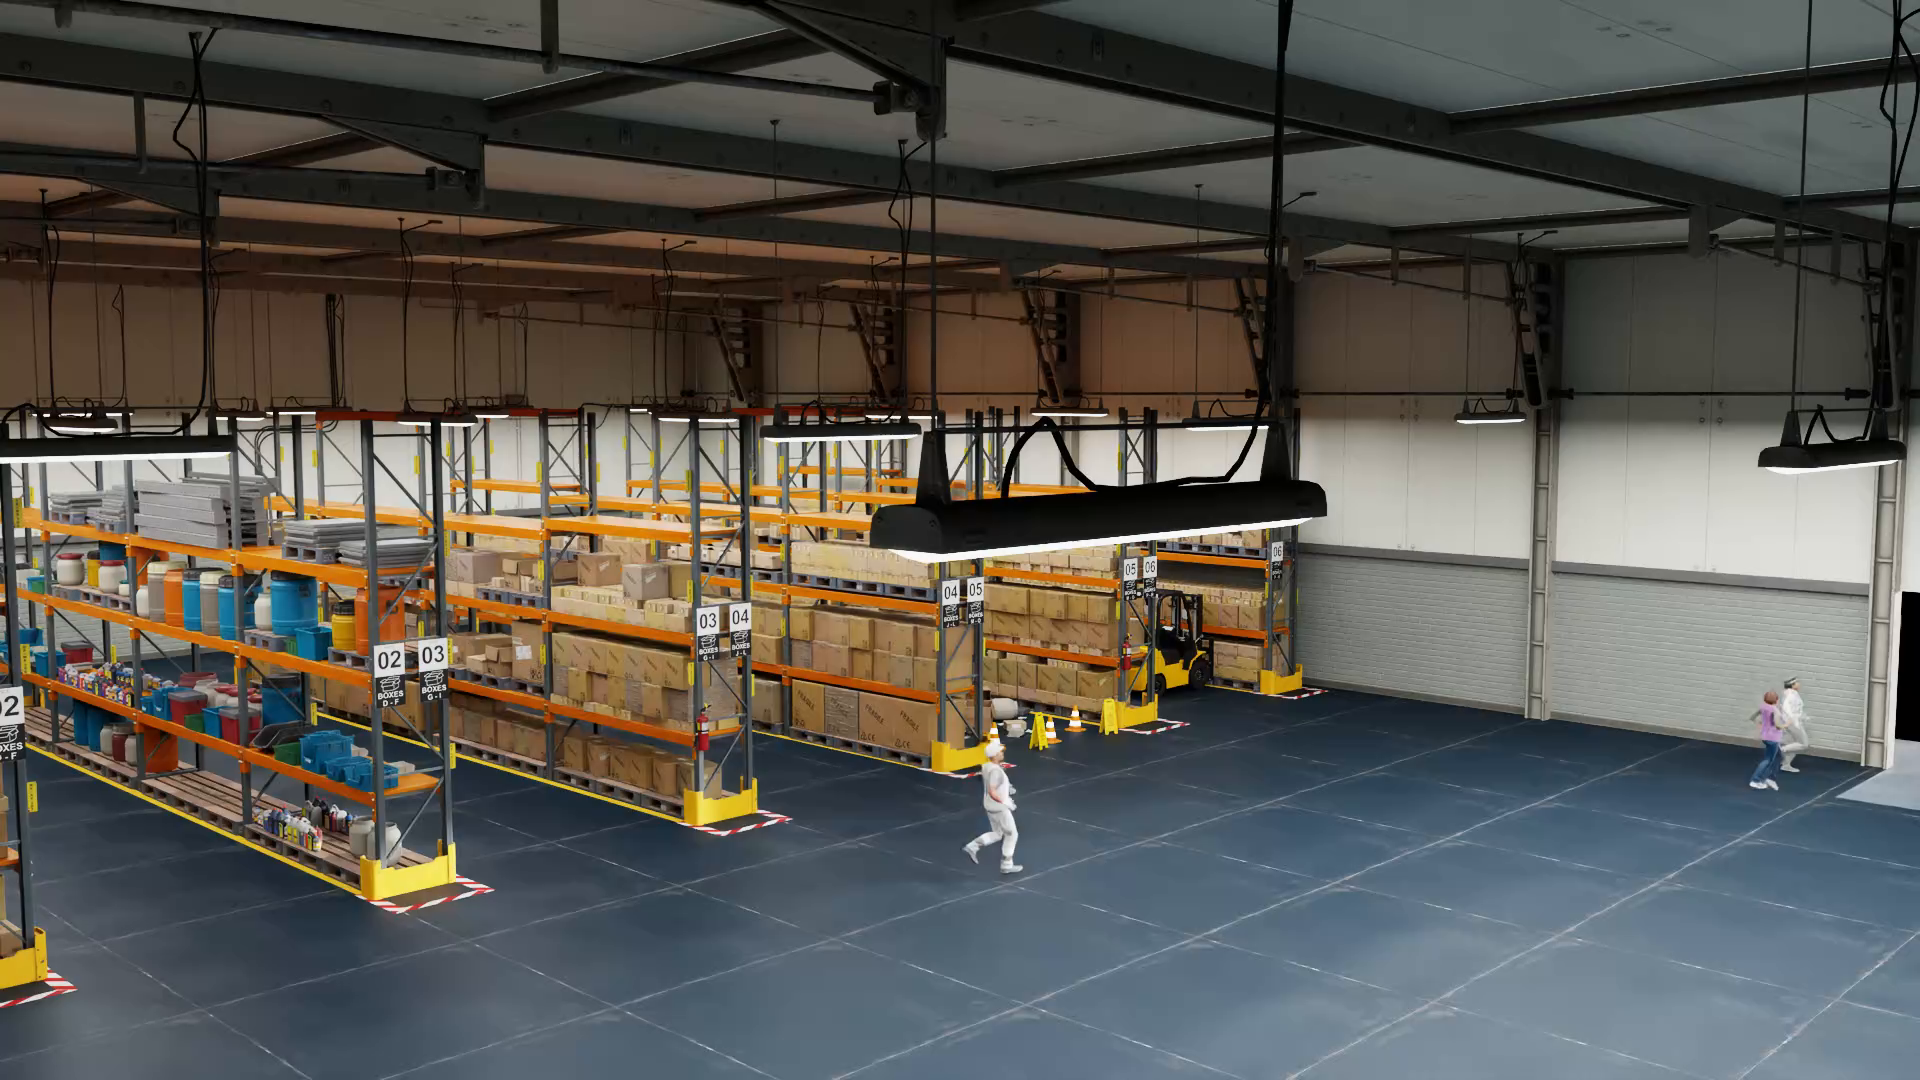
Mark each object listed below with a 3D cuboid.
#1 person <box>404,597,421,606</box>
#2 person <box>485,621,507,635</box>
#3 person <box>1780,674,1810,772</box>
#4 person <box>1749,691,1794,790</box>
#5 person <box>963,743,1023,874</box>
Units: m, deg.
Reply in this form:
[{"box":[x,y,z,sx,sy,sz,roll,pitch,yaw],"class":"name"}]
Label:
[{"box":[-13.004,2.025,39.157,0.852,1.673,0.585,1,5,7],"class":"person"},{"box":[-11.395,1.848,40.637,0.920,1.777,0.698,1,5,11],"class":"person"},{"box":[13.899,3.054,27.767,0.549,1.654,0.614,2,5,17],"class":"person"},{"box":[12.877,3.196,26.399,0.661,1.624,0.514,0,5,1],"class":"person"},{"box":[0.449,3.526,21.841,0.786,1.748,0.663,-1,5,-15],"class":"person"}]
